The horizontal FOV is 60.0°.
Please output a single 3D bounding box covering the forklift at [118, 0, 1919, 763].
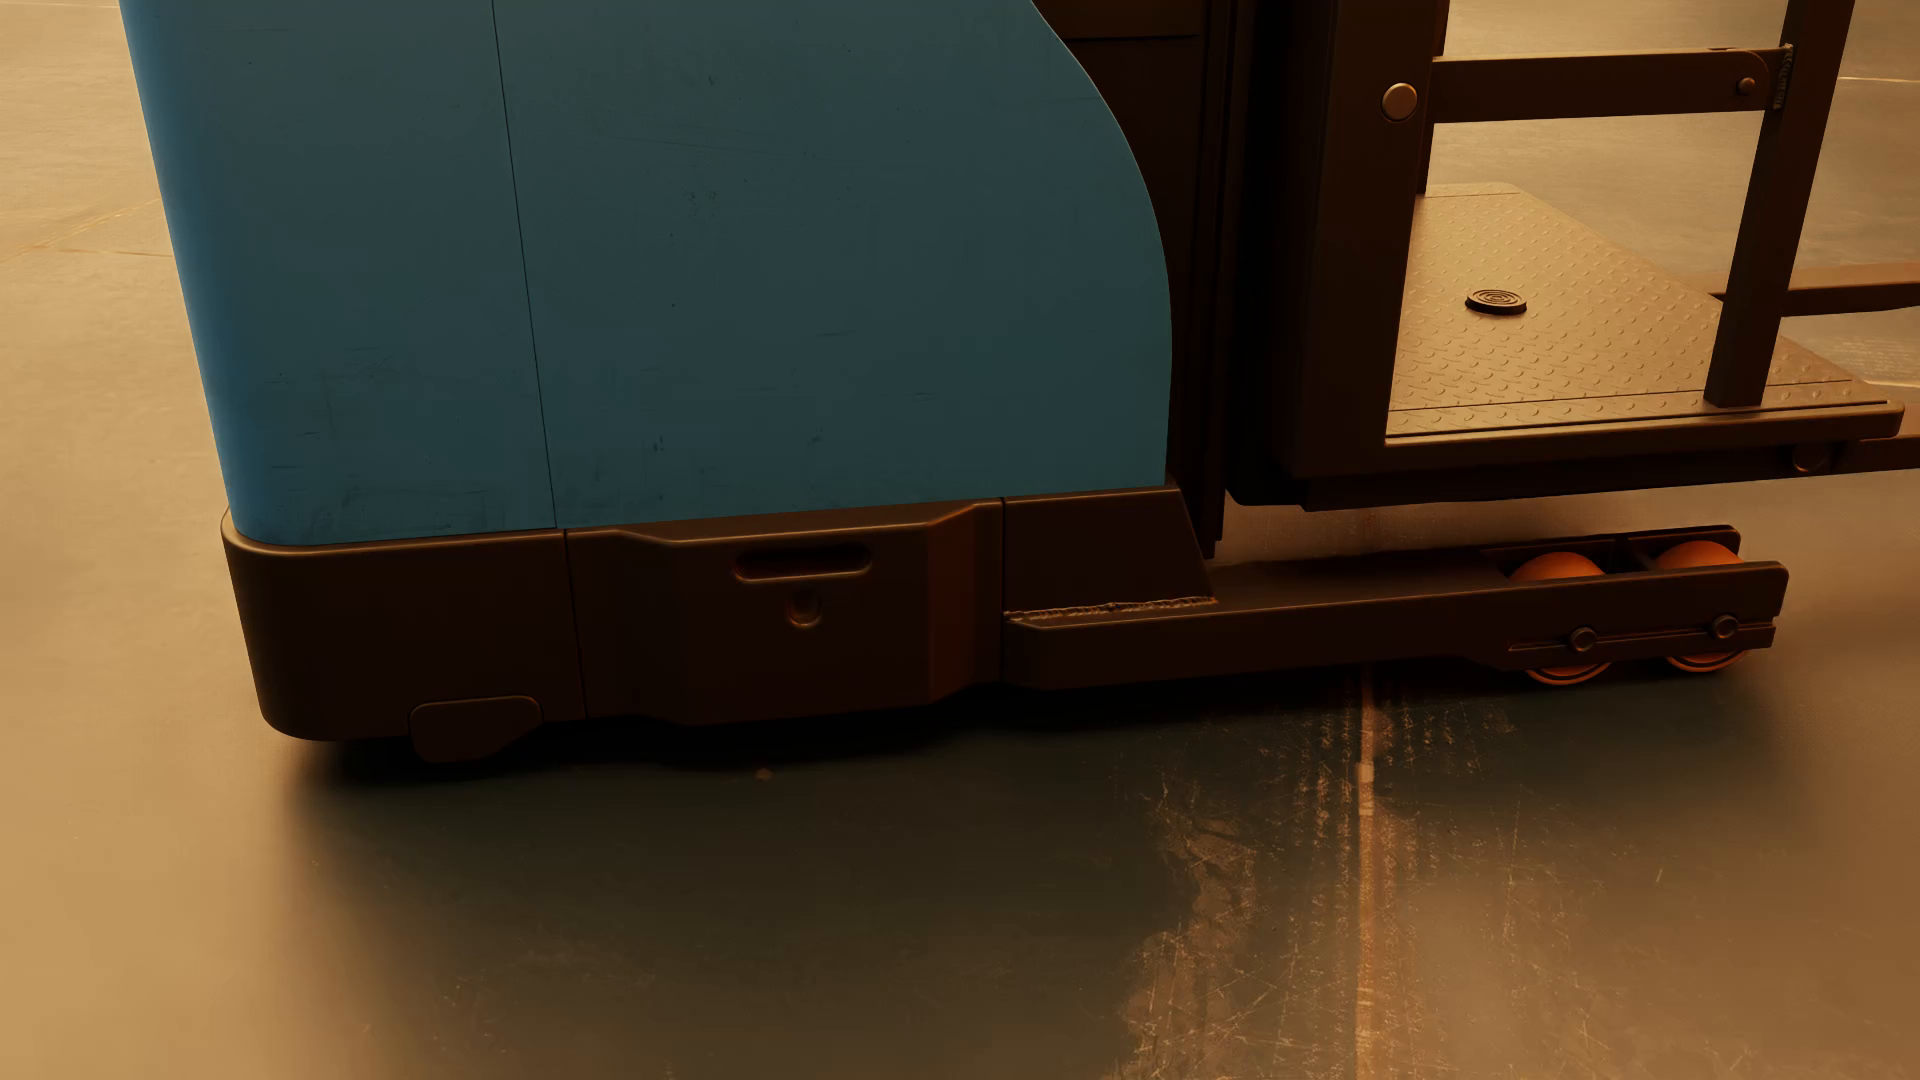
[{"bbox_3d":[0.600,-1.354,1.930,3.031,2.935,1.130,-4,27,-9],"label":"forklift"}]
